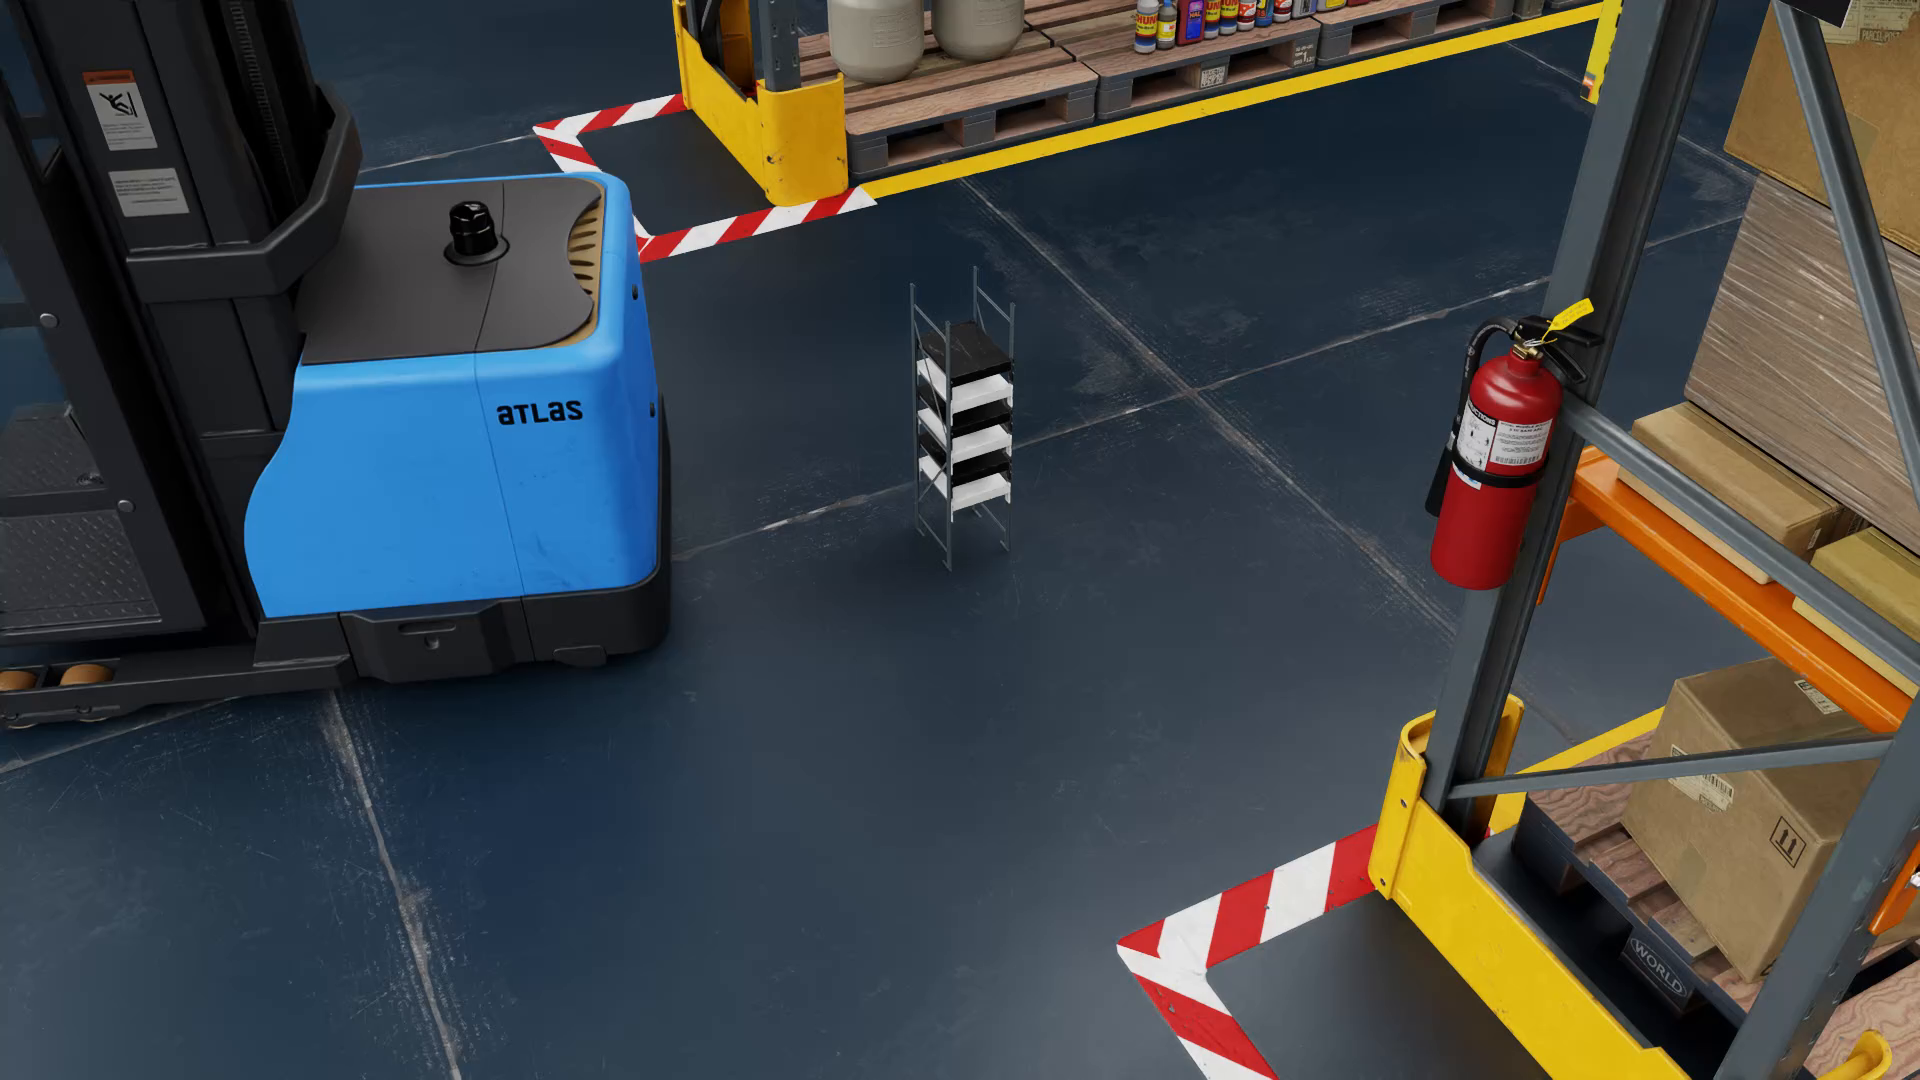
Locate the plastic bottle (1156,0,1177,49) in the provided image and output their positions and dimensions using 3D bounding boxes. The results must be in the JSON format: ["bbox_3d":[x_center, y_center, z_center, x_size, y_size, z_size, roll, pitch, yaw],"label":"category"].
[{"bbox_3d":[0.929,-2.336,7.514,0.097,0.201,0.097,0,40,0],"label":"plastic bottle"}]

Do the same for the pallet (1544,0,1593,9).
[{"bbox_3d":[3.312,-3.229,8.902,1.213,0.211,1.003,-19,44,-21],"label":"pallet"}]

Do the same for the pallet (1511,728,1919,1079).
[{"bbox_3d":[2.178,0.814,4.124,1.213,0.211,1.003,-19,44,-21],"label":"pallet"}]

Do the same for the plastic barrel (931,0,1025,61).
[{"bbox_3d":[0.079,-2.444,7.416,0.421,0.512,0.421,0,40,0],"label":"plastic barrel"}]

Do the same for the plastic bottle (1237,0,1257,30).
[{"bbox_3d":[1.318,-2.467,7.668,0.097,0.201,0.097,0,40,0],"label":"plastic bottle"}]

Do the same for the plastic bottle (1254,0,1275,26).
[{"bbox_3d":[1.410,-2.525,7.682,0.097,0.271,0.097,0,40,0],"label":"plastic bottle"}]

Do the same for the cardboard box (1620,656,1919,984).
[{"bbox_3d":[1.935,0.612,3.815,0.500,0.500,0.500,-11,41,-13],"label":"cardboard box"}]

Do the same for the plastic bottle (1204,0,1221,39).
[{"bbox_3d":[1.142,-2.435,7.576,0.097,0.271,0.097,0,40,0],"label":"plastic bottle"}]

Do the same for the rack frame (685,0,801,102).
[{"bbox_3d":[-0.914,-2.843,6.287,0.127,3.000,1.000,-19,44,-21],"label":"rack frame"}]

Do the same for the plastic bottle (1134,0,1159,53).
[{"bbox_3d":[0.838,-2.332,7.455,0.097,0.271,0.097,0,40,0],"label":"plastic bottle"}]

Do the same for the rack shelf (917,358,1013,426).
[{"bbox_3d":[0.007,-0.458,4.867,0.200,0.077,0.258,-19,44,-21],"label":"rack shelf"}]

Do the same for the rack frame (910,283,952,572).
[{"bbox_3d":[-0.083,-0.316,4.926,0.006,0.900,0.240,-19,44,-21],"label":"rack frame"}]

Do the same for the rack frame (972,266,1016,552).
[{"bbox_3d":[0.097,-0.376,4.998,0.006,0.900,0.240,-19,44,-21],"label":"rack frame"}]

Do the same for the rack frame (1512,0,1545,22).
[{"bbox_3d":[2.633,-4.037,7.697,0.127,3.000,1.000,-19,44,-21],"label":"rack frame"}]

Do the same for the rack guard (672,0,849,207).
[{"bbox_3d":[-0.869,-1.939,7.153,0.348,0.500,1.175,-19,44,-21],"label":"rack guard"}]

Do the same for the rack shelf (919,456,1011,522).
[{"bbox_3d":[0.007,-0.183,5.100,0.200,0.077,0.258,-19,44,-21],"label":"rack shelf"}]

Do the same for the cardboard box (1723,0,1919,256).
[{"bbox_3d":[1.747,-0.844,2.844,0.500,0.500,0.500,-19,44,-21],"label":"cardboard box"}]

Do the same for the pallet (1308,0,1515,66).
[{"bbox_3d":[2.018,-2.796,8.390,1.213,0.211,1.003,-19,44,-21],"label":"pallet"}]

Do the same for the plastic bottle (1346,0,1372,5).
[{"bbox_3d":[1.900,-2.681,7.857,0.133,0.283,0.061,-16,43,-18],"label":"plastic bottle"}]

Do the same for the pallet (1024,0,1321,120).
[{"bbox_3d":[0.935,-2.429,7.957,1.213,0.211,1.003,-19,44,-21],"label":"pallet"}]

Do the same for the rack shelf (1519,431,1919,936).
[{"bbox_3d":[3.147,-0.327,3.872,4.000,0.370,1.077,-19,44,-21],"label":"rack shelf"}]

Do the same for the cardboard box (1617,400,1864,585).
[{"bbox_3d":[1.531,-0.112,3.256,0.250,0.149,0.380,-19,44,-21],"label":"cardboard box"}]

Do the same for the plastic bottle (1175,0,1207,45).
[{"bbox_3d":[1.047,-2.394,7.518,0.133,0.283,0.061,-18,43,-20],"label":"plastic bottle"}]

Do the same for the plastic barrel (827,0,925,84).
[{"bbox_3d":[-0.366,-2.294,7.239,0.421,0.512,0.421,0,40,0],"label":"plastic barrel"}]

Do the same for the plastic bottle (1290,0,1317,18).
[{"bbox_3d":[1.593,-2.608,7.777,0.135,0.276,0.152,-18,43,-20],"label":"plastic bottle"}]

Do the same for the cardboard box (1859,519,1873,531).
[{"bbox_3d":[1.753,-0.187,3.343,0.250,0.149,0.380,-19,44,-21],"label":"cardboard box"}]

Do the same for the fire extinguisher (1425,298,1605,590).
[{"bbox_3d":[1.059,-0.205,3.231,0.183,0.674,0.296,-19,44,-21],"label":"fire extinguisher"}]

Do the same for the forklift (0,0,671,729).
[{"bbox_3d":[-2.401,-0.958,4.113,3.031,2.935,1.130,-5,40,-6],"label":"forklift"}]

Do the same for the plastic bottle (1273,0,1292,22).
[{"bbox_3d":[1.501,-2.529,7.741,0.097,0.201,0.097,0,40,0],"label":"plastic bottle"}]

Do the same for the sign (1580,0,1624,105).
[{"bbox_3d":[1.135,-0.892,2.841,0.005,0.325,0.100,-19,44,-21],"label":"sign"}]

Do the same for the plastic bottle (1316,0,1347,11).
[{"bbox_3d":[1.739,-2.683,7.807,0.185,0.351,0.144,-19,44,-21],"label":"plastic bottle"}]

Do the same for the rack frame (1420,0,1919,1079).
[{"bbox_3d":[1.374,-0.005,2.934,0.127,3.000,1.000,-19,44,-21],"label":"rack frame"}]

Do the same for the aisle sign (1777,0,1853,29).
[{"bbox_3d":[1.180,-1.151,2.276,0.004,0.787,0.394,-19,44,-21],"label":"aisle sign"}]

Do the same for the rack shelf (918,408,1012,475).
[{"bbox_3d":[0.007,-0.320,4.984,0.200,0.077,0.258,-19,44,-21],"label":"rack shelf"}]

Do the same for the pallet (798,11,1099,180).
[{"bbox_3d":[-0.146,-2.068,7.530,1.213,0.211,1.003,-19,44,-21],"label":"pallet"}]

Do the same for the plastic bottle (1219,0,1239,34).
[{"bbox_3d":[1.230,-2.464,7.611,0.097,0.271,0.097,0,40,0],"label":"plastic bottle"}]

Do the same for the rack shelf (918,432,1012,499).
[{"bbox_3d":[0.007,-0.252,5.042,0.200,0.077,0.258,-19,44,-21],"label":"rack shelf"}]

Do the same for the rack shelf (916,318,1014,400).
[{"bbox_3d":[0.007,-0.527,4.809,0.200,0.077,0.258,-19,44,-21],"label":"rack shelf"}]

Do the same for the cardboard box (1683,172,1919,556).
[{"bbox_3d":[1.874,-0.305,2.981,0.500,0.500,0.875,-19,44,-21],"label":"cardboard box"}]

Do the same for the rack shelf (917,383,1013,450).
[{"bbox_3d":[0.007,-0.389,4.925,0.200,0.077,0.258,-19,44,-21],"label":"rack shelf"}]

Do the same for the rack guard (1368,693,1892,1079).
[{"bbox_3d":[1.441,0.926,3.769,0.348,0.500,1.175,-19,44,-21],"label":"rack guard"}]

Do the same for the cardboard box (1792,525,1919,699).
[{"bbox_3d":[1.736,0.142,2.955,0.250,0.149,0.380,-19,44,-21],"label":"cardboard box"}]

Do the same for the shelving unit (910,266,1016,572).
[{"bbox_3d":[0.007,-0.346,4.962,0.210,0.900,0.258,-19,44,-21],"label":"shelving unit"}]
